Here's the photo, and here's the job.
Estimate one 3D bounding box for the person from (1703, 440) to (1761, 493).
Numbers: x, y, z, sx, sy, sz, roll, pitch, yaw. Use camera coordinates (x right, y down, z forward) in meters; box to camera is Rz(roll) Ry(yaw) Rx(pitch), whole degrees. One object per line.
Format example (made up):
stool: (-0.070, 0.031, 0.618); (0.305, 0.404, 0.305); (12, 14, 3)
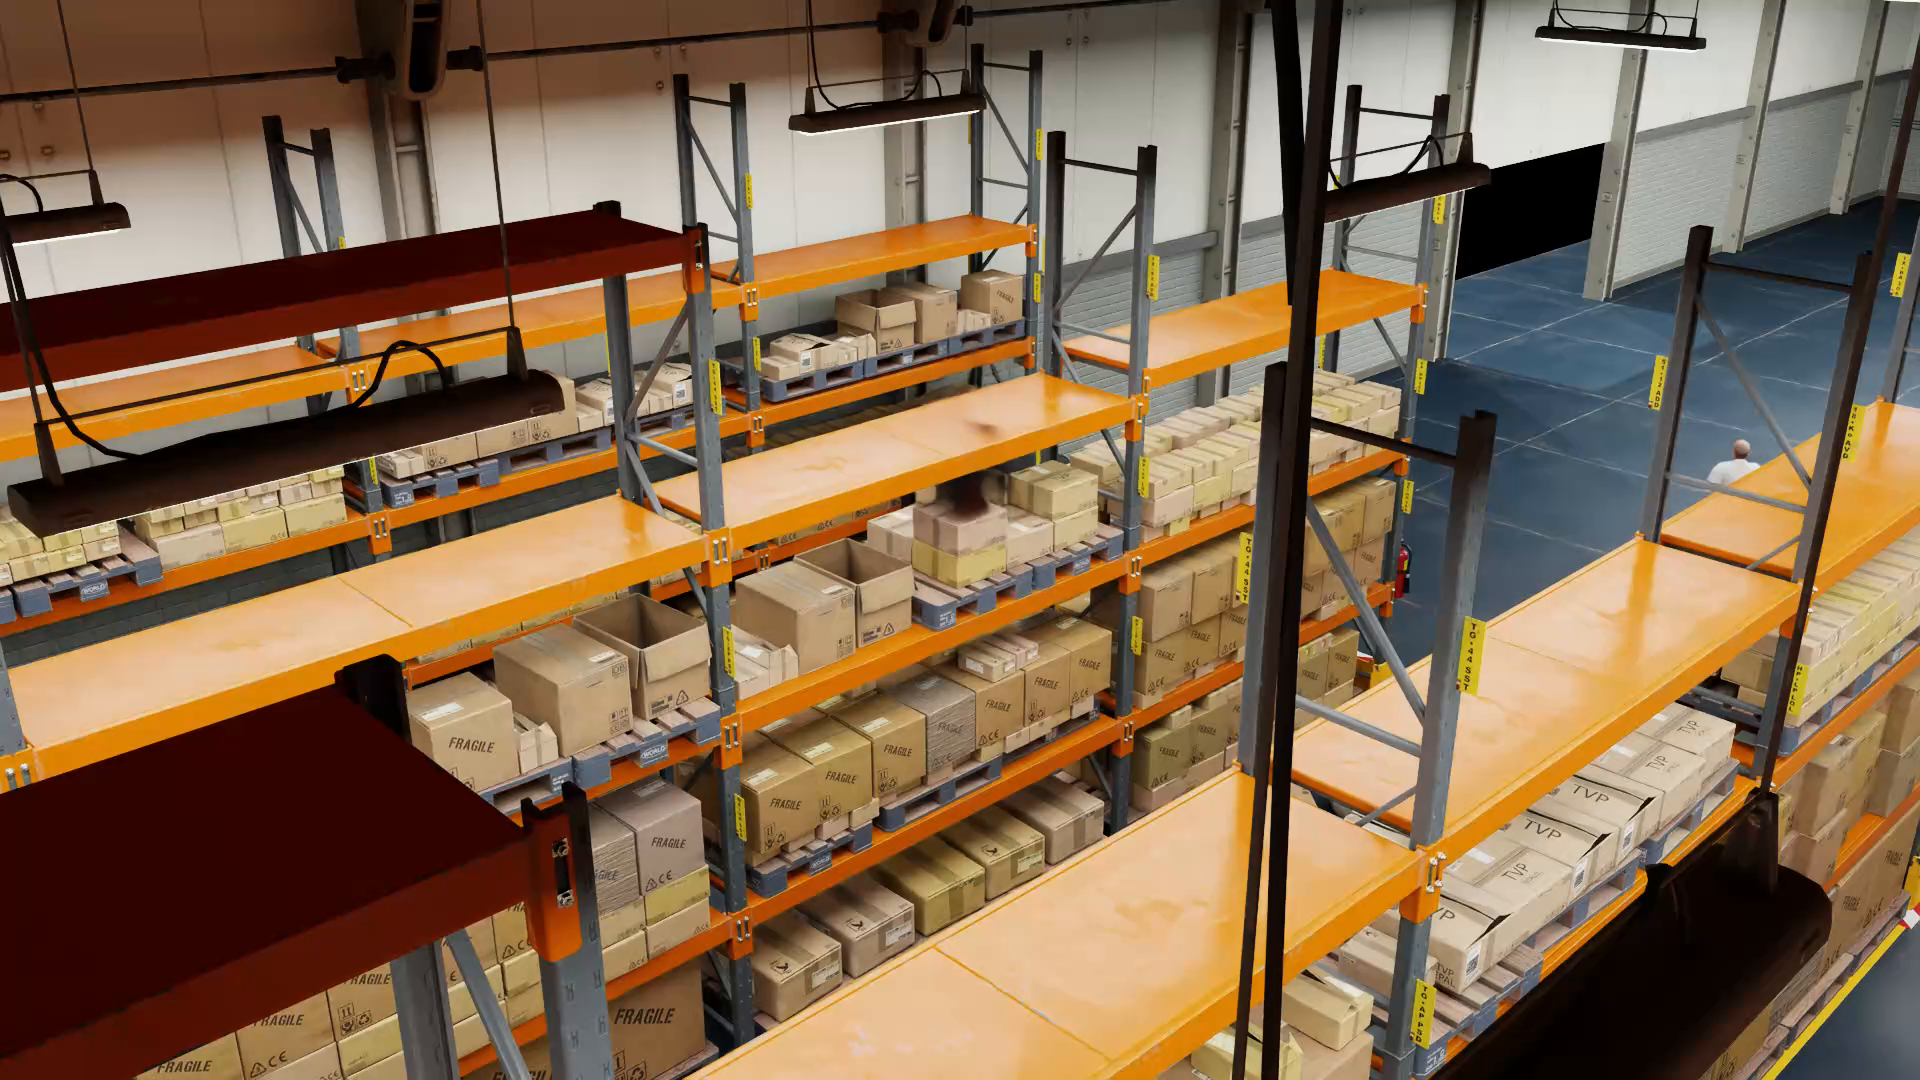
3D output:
person: (8.904, -0.290, 19.212); (0.685, 1.805, 0.918); (2, 23, 4)
